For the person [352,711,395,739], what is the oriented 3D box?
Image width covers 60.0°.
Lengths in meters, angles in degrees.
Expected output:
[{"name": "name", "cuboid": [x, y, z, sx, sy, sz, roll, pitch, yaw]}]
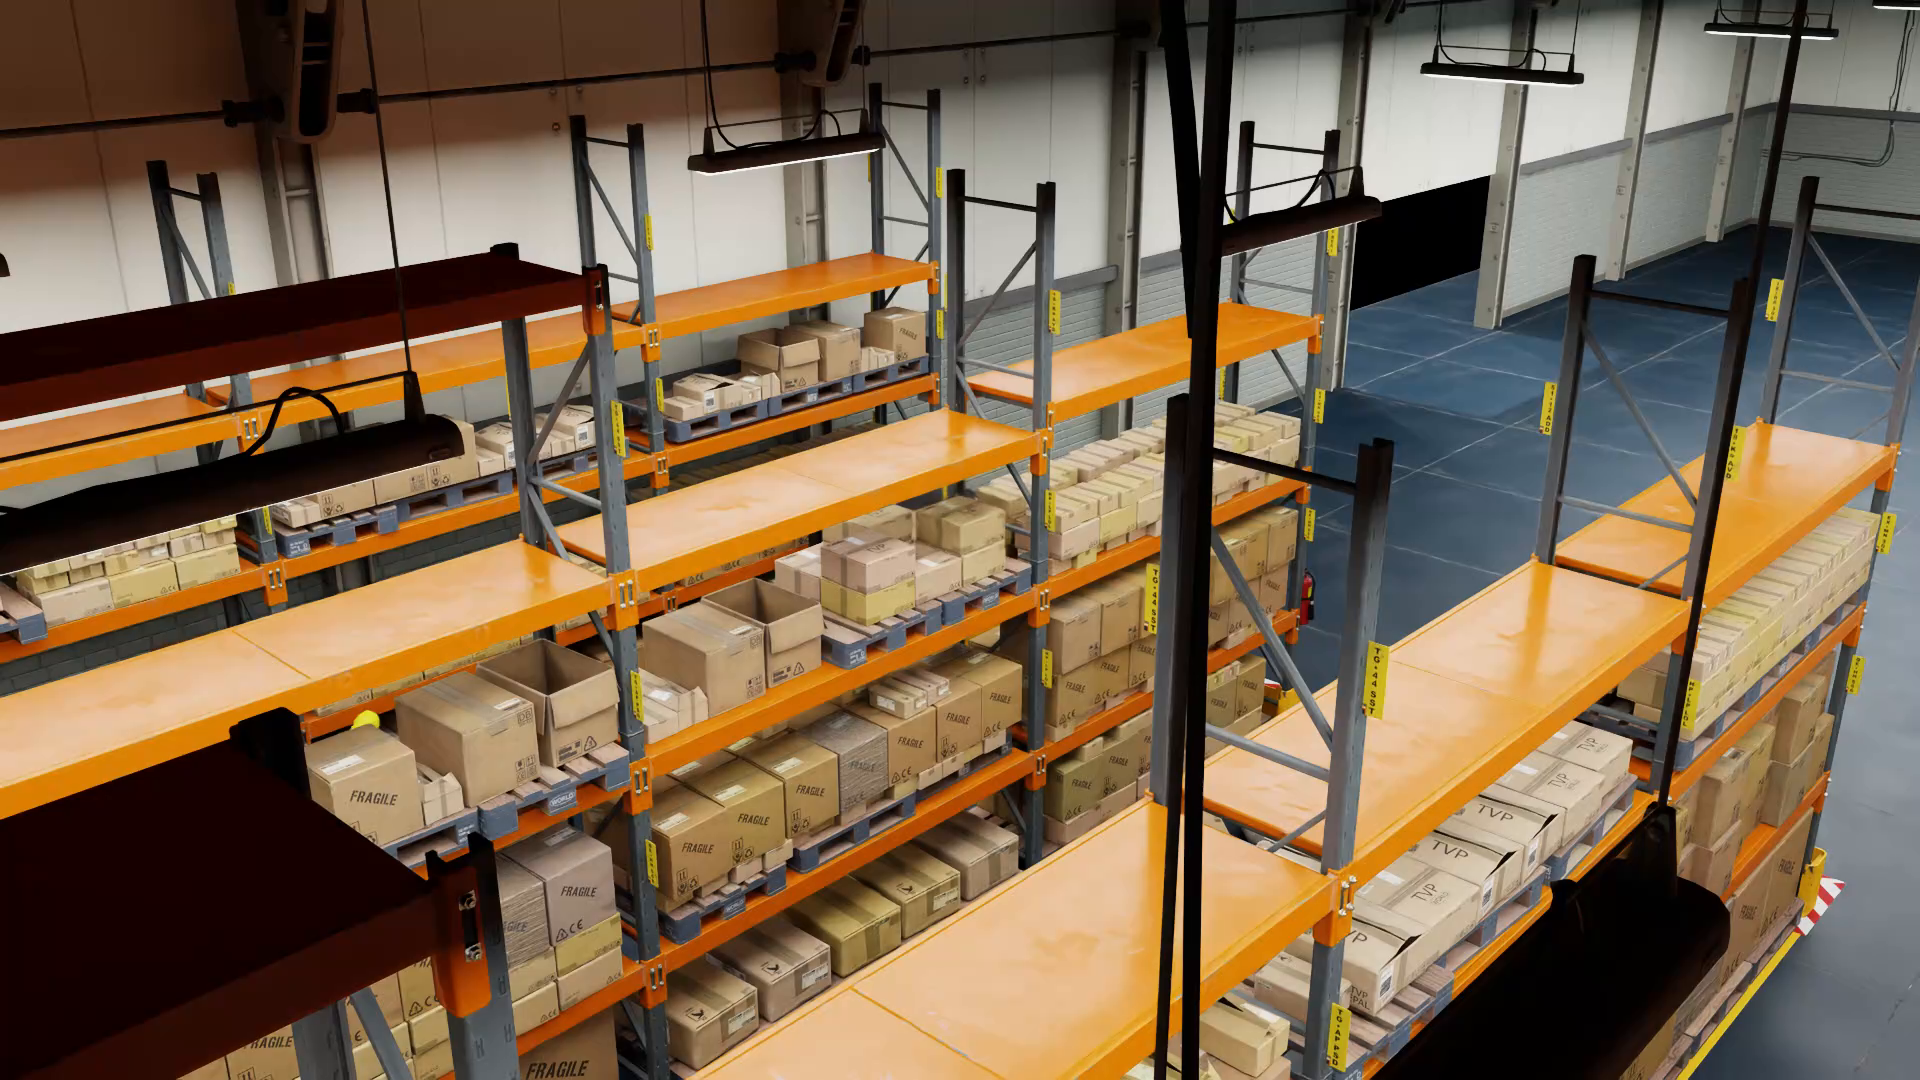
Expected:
[{"name": "person", "cuboid": [-4.823, 2.207, 13.898, 0.616, 1.767, 0.467, 3, 21, 7]}]
